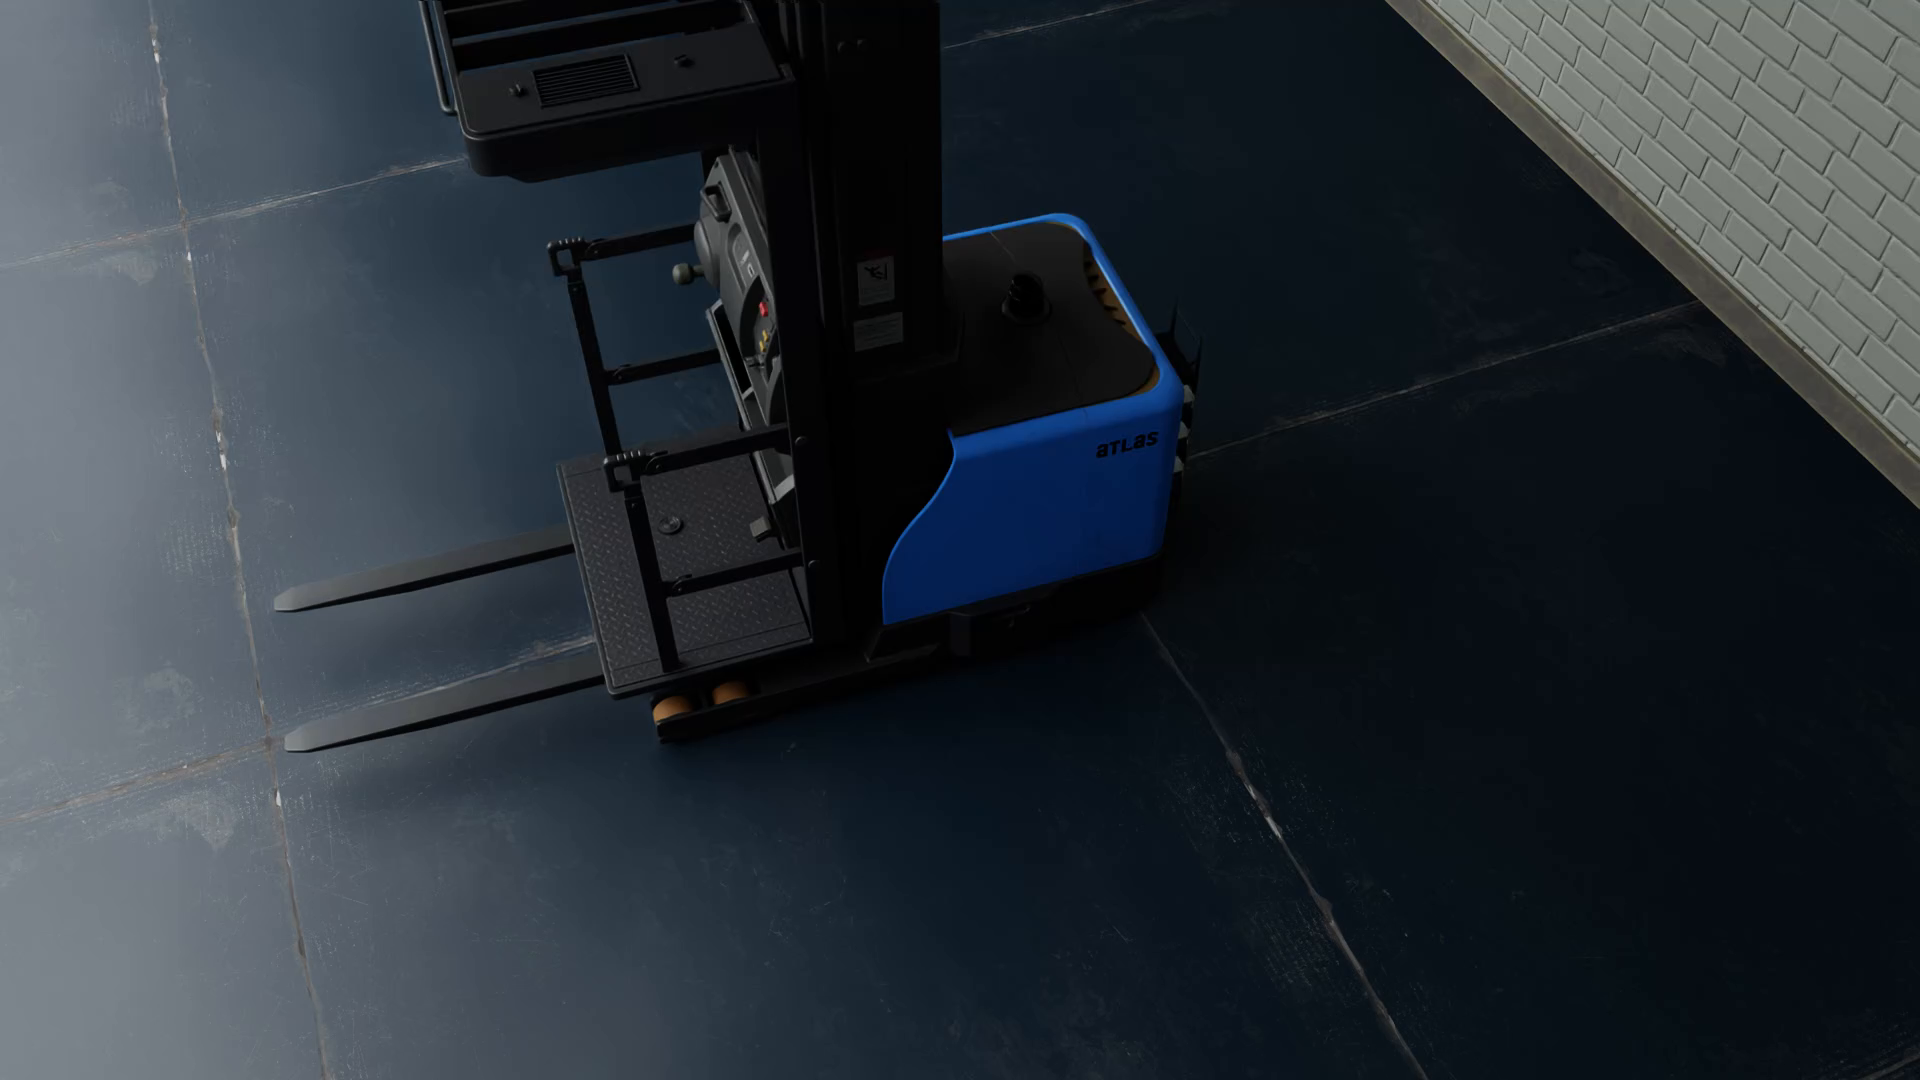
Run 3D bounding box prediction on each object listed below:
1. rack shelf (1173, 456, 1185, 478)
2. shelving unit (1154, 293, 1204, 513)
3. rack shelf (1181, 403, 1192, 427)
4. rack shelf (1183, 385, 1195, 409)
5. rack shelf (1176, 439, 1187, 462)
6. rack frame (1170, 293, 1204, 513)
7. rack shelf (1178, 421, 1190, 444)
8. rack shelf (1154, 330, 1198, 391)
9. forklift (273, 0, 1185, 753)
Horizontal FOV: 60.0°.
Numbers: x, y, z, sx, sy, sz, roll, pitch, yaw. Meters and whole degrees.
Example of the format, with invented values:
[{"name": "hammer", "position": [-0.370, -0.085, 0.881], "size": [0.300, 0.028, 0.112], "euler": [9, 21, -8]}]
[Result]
[{"name": "rack shelf", "position": [0.695, -0.321, 6.213], "size": [0.200, 0.077, 0.258], "euler": [-14, 51, -12]}, {"name": "shelving unit", "position": [0.695, -0.460, 6.052], "size": [0.210, 0.900, 0.258], "euler": [-14, 51, -12]}, {"name": "rack shelf", "position": [0.695, -0.497, 6.009], "size": [0.200, 0.077, 0.258], "euler": [-14, 51, -12]}, {"name": "rack shelf", "position": [0.695, -0.555, 5.940], "size": [0.200, 0.077, 0.258], "euler": [-14, 51, -12]}, {"name": "rack shelf", "position": [0.695, -0.379, 6.145], "size": [0.200, 0.077, 0.258], "euler": [-14, 51, -12]}, {"name": "rack frame", "position": [0.791, -0.484, 6.072], "size": [0.006, 0.900, 0.240], "euler": [-14, 51, -12]}, {"name": "rack shelf", "position": [0.695, -0.438, 6.077], "size": [0.200, 0.077, 0.258], "euler": [-14, 51, -12]}, {"name": "rack shelf", "position": [0.695, -0.614, 5.872], "size": [0.200, 0.077, 0.258], "euler": [-14, 51, -12]}, {"name": "forklift", "position": [-0.845, -0.725, 4.941], "size": [3.031, 2.935, 1.130], "euler": [-14, 51, -12]}]
